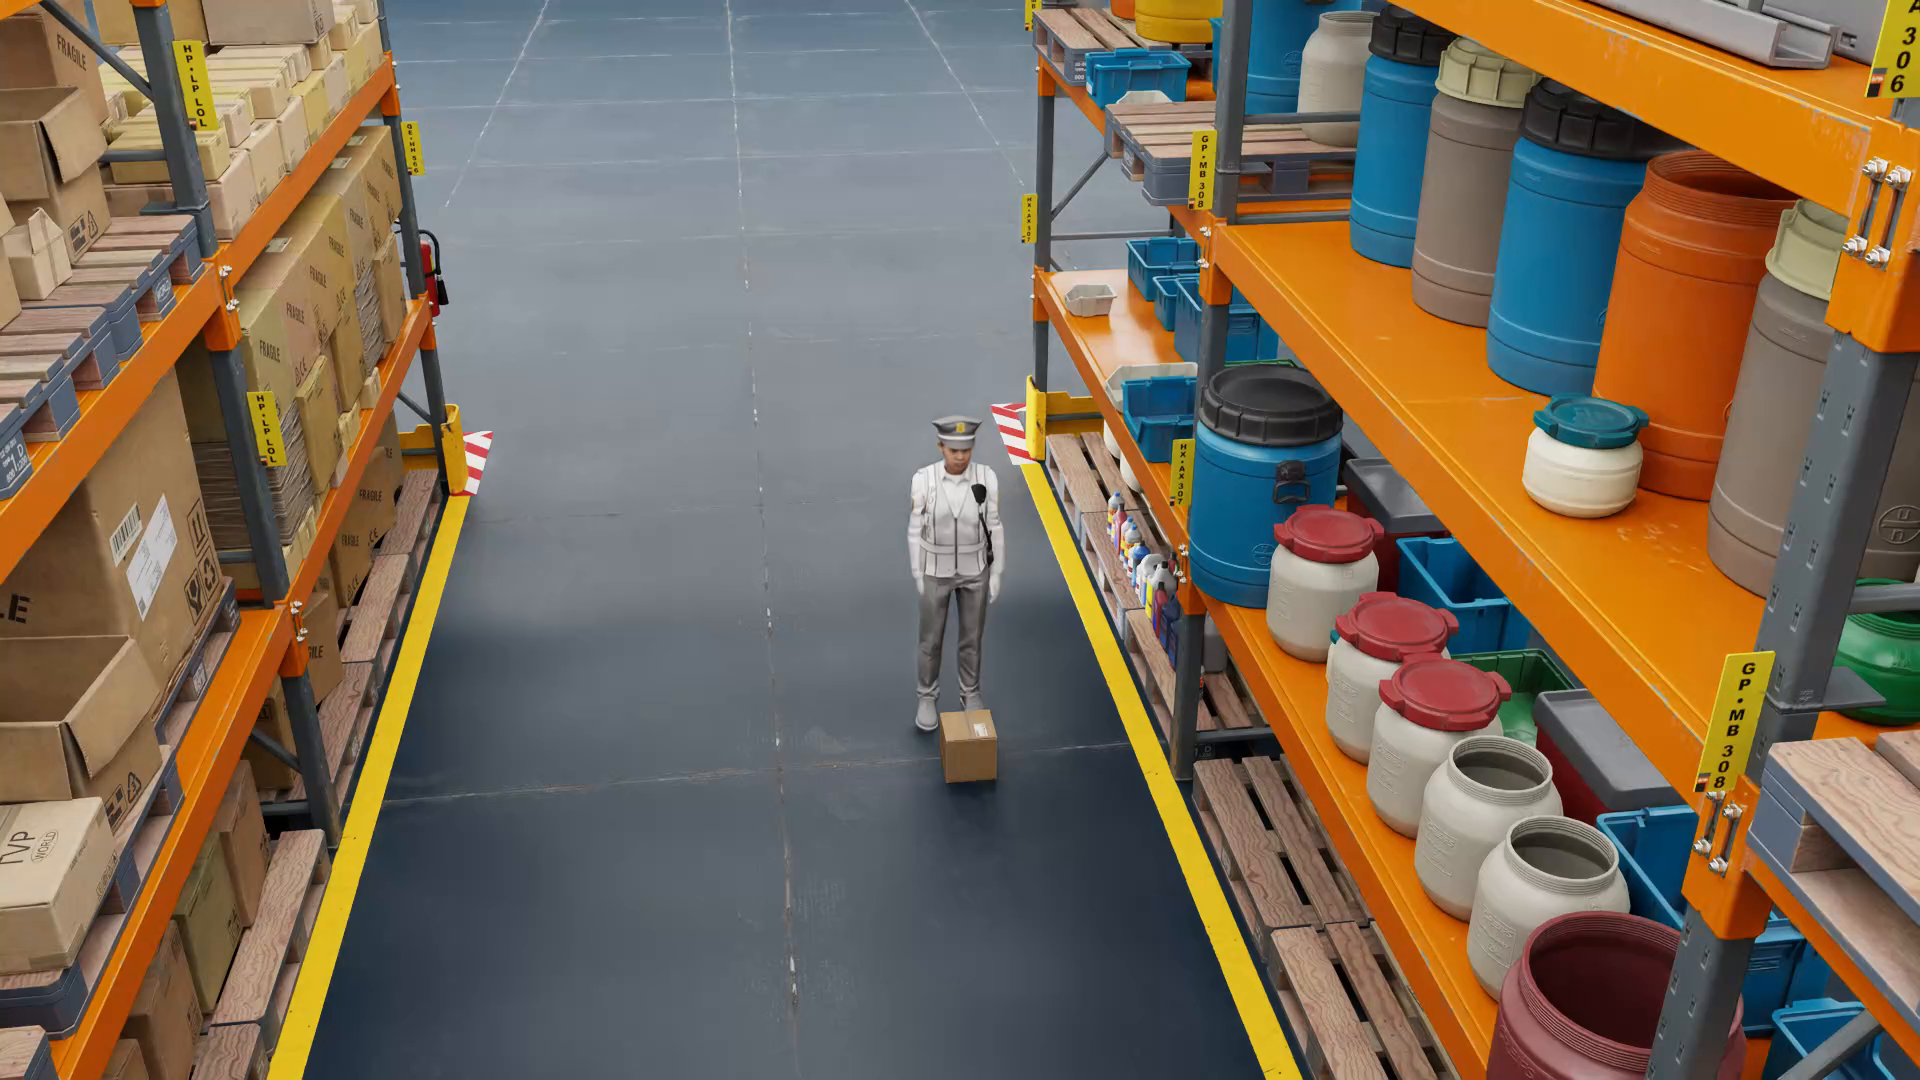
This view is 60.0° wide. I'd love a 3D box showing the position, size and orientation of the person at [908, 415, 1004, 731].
[{"bbox_3d":[-0.017,0.161,8.285,0.473,1.687,0.348,-3,27,-6],"label":"person"}]
